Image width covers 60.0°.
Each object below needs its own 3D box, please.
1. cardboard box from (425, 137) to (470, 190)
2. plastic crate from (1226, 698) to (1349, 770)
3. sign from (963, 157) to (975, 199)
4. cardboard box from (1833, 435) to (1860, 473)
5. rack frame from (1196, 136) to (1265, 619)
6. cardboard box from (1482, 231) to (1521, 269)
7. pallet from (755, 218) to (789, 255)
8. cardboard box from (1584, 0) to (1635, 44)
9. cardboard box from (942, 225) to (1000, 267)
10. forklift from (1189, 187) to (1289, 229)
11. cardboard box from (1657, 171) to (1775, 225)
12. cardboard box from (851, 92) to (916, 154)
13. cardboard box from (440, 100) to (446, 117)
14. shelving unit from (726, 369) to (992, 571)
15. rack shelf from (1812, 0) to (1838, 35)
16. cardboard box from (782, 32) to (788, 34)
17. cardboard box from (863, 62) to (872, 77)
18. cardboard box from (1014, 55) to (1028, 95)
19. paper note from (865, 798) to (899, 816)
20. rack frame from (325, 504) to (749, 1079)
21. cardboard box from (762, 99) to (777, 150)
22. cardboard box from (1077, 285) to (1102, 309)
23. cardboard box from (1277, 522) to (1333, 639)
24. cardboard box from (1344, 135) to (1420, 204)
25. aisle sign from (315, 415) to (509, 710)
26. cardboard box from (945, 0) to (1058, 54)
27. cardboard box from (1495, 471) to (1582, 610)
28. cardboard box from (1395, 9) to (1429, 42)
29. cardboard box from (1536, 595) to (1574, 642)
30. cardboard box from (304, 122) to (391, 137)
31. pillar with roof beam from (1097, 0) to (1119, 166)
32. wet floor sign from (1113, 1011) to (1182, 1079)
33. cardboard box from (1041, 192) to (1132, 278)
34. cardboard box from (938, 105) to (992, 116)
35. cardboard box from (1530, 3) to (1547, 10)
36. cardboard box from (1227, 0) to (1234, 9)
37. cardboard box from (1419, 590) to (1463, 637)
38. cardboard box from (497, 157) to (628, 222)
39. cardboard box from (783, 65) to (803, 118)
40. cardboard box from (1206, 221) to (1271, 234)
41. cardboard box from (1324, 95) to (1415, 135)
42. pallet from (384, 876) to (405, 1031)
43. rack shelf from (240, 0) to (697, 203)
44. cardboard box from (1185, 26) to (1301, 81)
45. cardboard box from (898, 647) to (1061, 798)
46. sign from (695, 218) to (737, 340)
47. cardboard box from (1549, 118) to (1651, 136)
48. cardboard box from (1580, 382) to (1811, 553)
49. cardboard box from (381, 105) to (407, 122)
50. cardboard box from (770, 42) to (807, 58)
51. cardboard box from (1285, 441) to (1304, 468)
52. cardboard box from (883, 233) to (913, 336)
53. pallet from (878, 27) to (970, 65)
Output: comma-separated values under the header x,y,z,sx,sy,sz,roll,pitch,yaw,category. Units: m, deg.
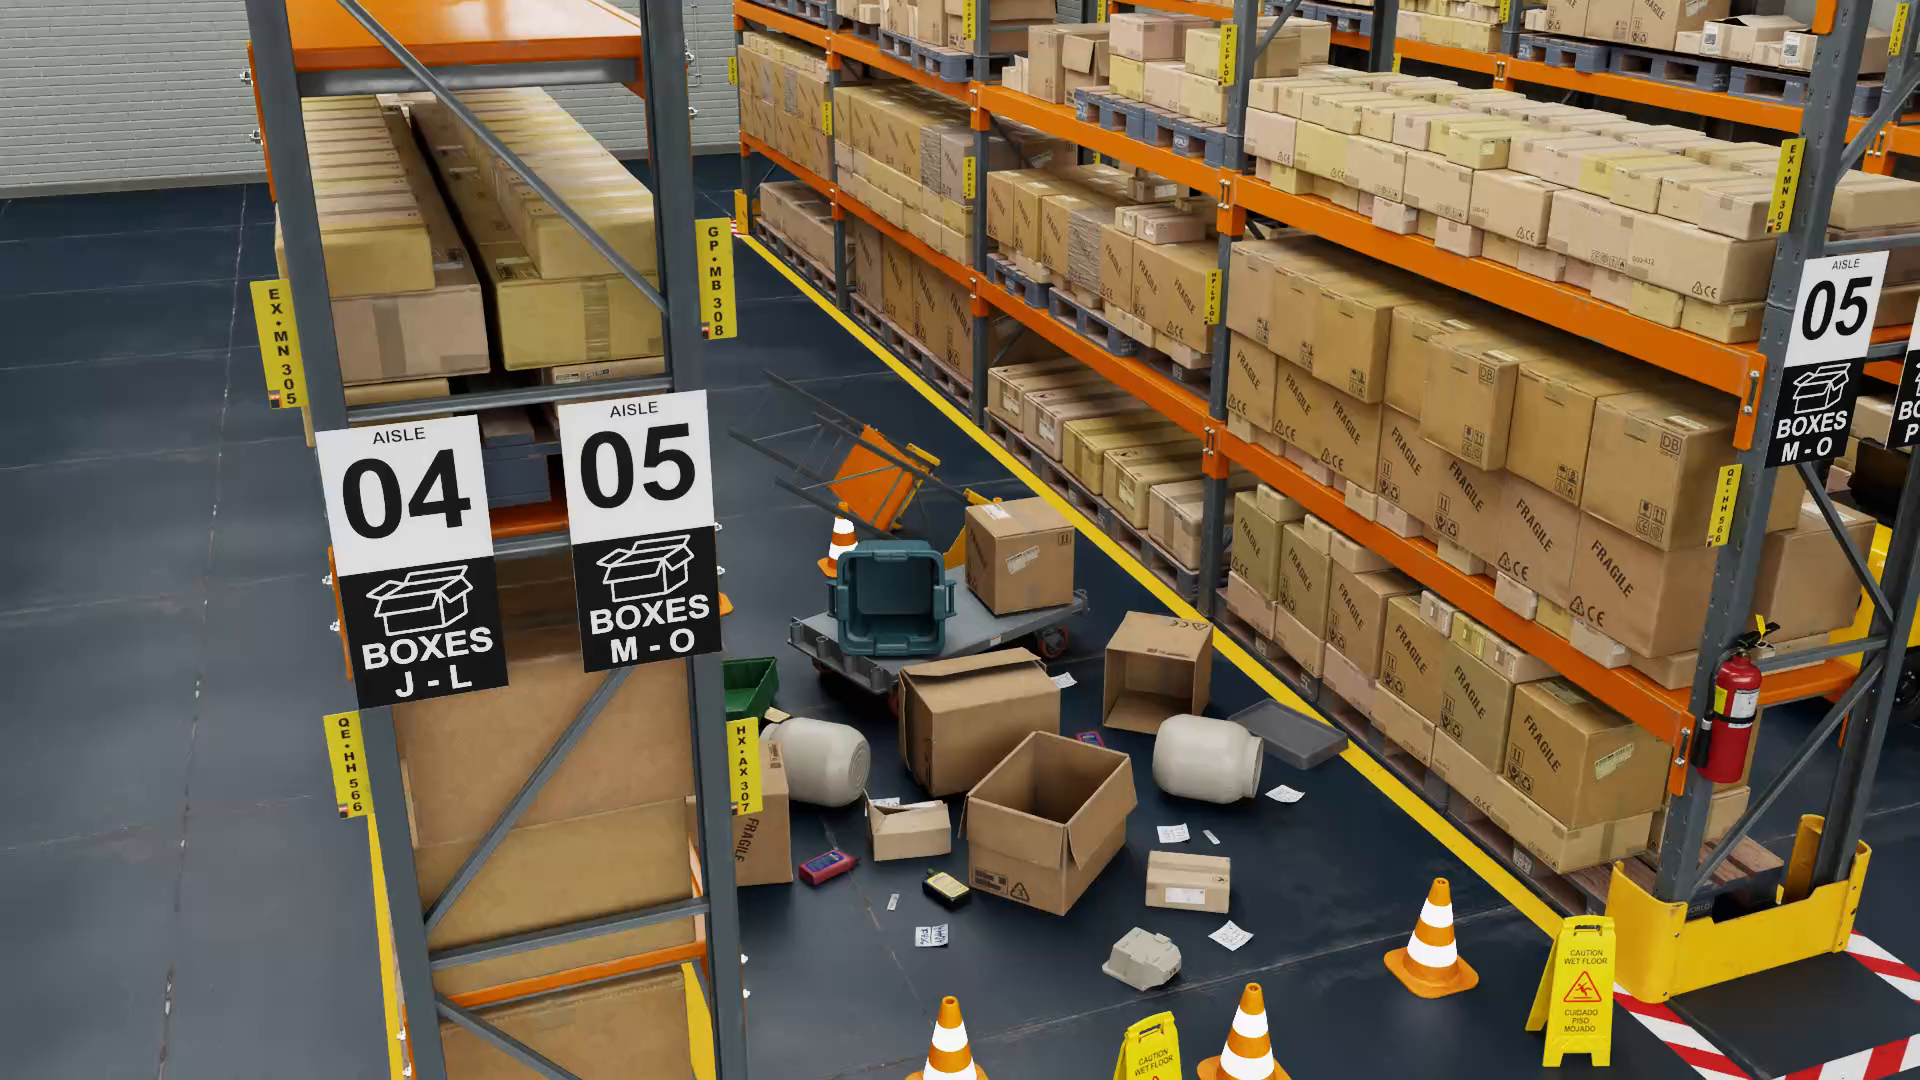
x,y,z,sx,sy,sz,roll,pitch,yaw,category
-1.822,-1.436,6.574,0.500,0.250,0.500,-9,24,-19,cardboard box
1.793,1.057,9.140,0.402,0.080,0.583,-18,29,-37,plastic crate
0.075,-2.881,13.233,0.100,0.325,0.005,-8,24,-19,sign
6.530,-0.593,11.650,0.500,0.250,0.500,-8,24,-19,cardboard box
2.006,-0.972,10.193,1.000,3.000,0.127,-8,24,-19,rack frame
2.605,-1.345,7.541,0.380,0.149,0.250,-9,24,-20,cardboard box
-1.878,-3.767,20.416,1.003,0.211,1.213,-8,24,-19,pallet
5.535,-4.309,13.451,0.700,0.500,0.500,-9,24,-20,cardboard box
0.171,-2.504,14.022,0.500,0.250,0.500,-9,25,-21,cardboard box
2.393,-2.404,13.681,1.130,2.935,3.031,-12,25,-25,forklift
2.968,-1.333,6.486,0.380,0.149,0.250,-8,24,-18,cardboard box
-0.728,-4.005,15.974,0.500,0.500,0.500,-8,24,-19,cardboard box
-2.073,-1.948,7.275,0.380,0.149,0.250,-8,24,-19,cardboard box
-0.669,-0.453,11.089,1.500,0.587,1.083,28,7,-32,shelving unit
2.712,-2.676,7.444,1.077,0.370,4.000,-8,24,-19,rack shelf
-1.919,-6.035,19.954,0.380,0.149,0.250,-8,24,-18,cardboard box
-0.795,-4.925,17.322,0.380,0.149,0.250,-8,24,-18,cardboard box
0.635,-3.515,12.538,0.396,0.266,0.258,-8,24,-19,cardboard box
-0.398,1.358,8.498,0.172,0.023,0.155,0,23,-1,paper note
-1.176,1.198,5.046,1.000,3.000,0.127,-8,24,-19,rack frame
-1.965,-4.797,19.140,0.500,0.500,0.500,-8,24,-19,cardboard box
1.059,-1.765,11.859,0.380,0.149,0.250,-8,24,-17,cardboard box
2.162,0.201,9.446,0.500,0.500,0.500,-7,24,-17,cardboard box
2.261,-1.854,8.236,0.500,0.250,0.500,-8,24,-19,cardboard box
-1.432,0.067,4.383,0.394,0.787,0.004,-8,24,-19,aisle sign
0.318,-4.165,13.233,0.797,0.503,0.637,-10,25,-22,cardboard box
2.797,-0.043,7.479,0.500,0.500,0.500,-8,24,-19,cardboard box
4.471,-4.938,15.935,0.500,0.250,0.500,-8,24,-19,cardboard box
2.823,0.318,7.457,0.380,0.149,0.250,-9,24,-20,cardboard box
-2.241,-1.398,5.969,0.380,0.149,0.250,-8,24,-19,cardboard box
-1.728,-9.291,22.208,9.100,9.000,0.400,-8,24,-19,pillar with roof beam
0.686,2.021,6.123,0.267,0.644,0.232,-13,26,-28,wet floor sign
0.920,-2.226,12.117,0.500,0.500,0.500,-8,24,-18,cardboard box
0.120,-3.697,15.244,0.500,0.500,0.500,-8,24,-18,cardboard box
5.329,-4.770,15.022,0.380,0.149,0.250,-8,24,-18,cardboard box
3.248,-6.106,18.835,0.380,0.149,0.250,-8,24,-17,cardboard box
2.522,0.344,8.272,0.380,0.149,0.250,-7,24,-17,cardboard box
-1.263,-1.117,5.303,0.380,0.149,0.250,-8,24,-18,cardboard box
-1.606,-4.888,18.069,0.500,0.500,0.500,-8,24,-18,cardboard box
1.769,-1.921,11.394,0.500,0.500,0.500,-8,24,-19,cardboard box
2.083,-2.160,8.446,0.380,0.149,0.250,-9,24,-19,cardboard box
-1.959,1.760,7.302,1.003,0.211,1.213,-8,24,-19,pallet
-1.883,-1.778,5.823,1.077,0.370,4.000,-8,24,-19,rack shelf
1.682,-2.902,9.919,0.500,0.250,0.500,-8,24,-18,cardboard box
0.092,0.940,8.697,0.797,0.637,0.503,-8,24,-19,cardboard box
-0.655,-0.698,4.454,0.100,0.325,0.005,-8,24,-19,sign
2.976,-1.866,7.751,0.380,0.149,0.250,-8,24,-18,cardboard box
3.034,-0.318,6.843,0.700,0.500,0.500,-9,24,-20,cardboard box
-2.679,-1.729,7.270,0.500,0.250,0.500,-8,24,-19,cardboard box
-1.923,-5.497,18.679,0.380,0.149,0.250,-8,24,-19,cardboard box
2.077,-0.520,9.446,0.380,0.149,0.250,-8,24,-19,cardboard box
-0.200,-2.551,16.136,0.875,0.875,0.875,-8,24,-17,cardboard box
-0.082,-4.353,14.596,1.003,0.211,1.213,-7,24,-17,pallet
